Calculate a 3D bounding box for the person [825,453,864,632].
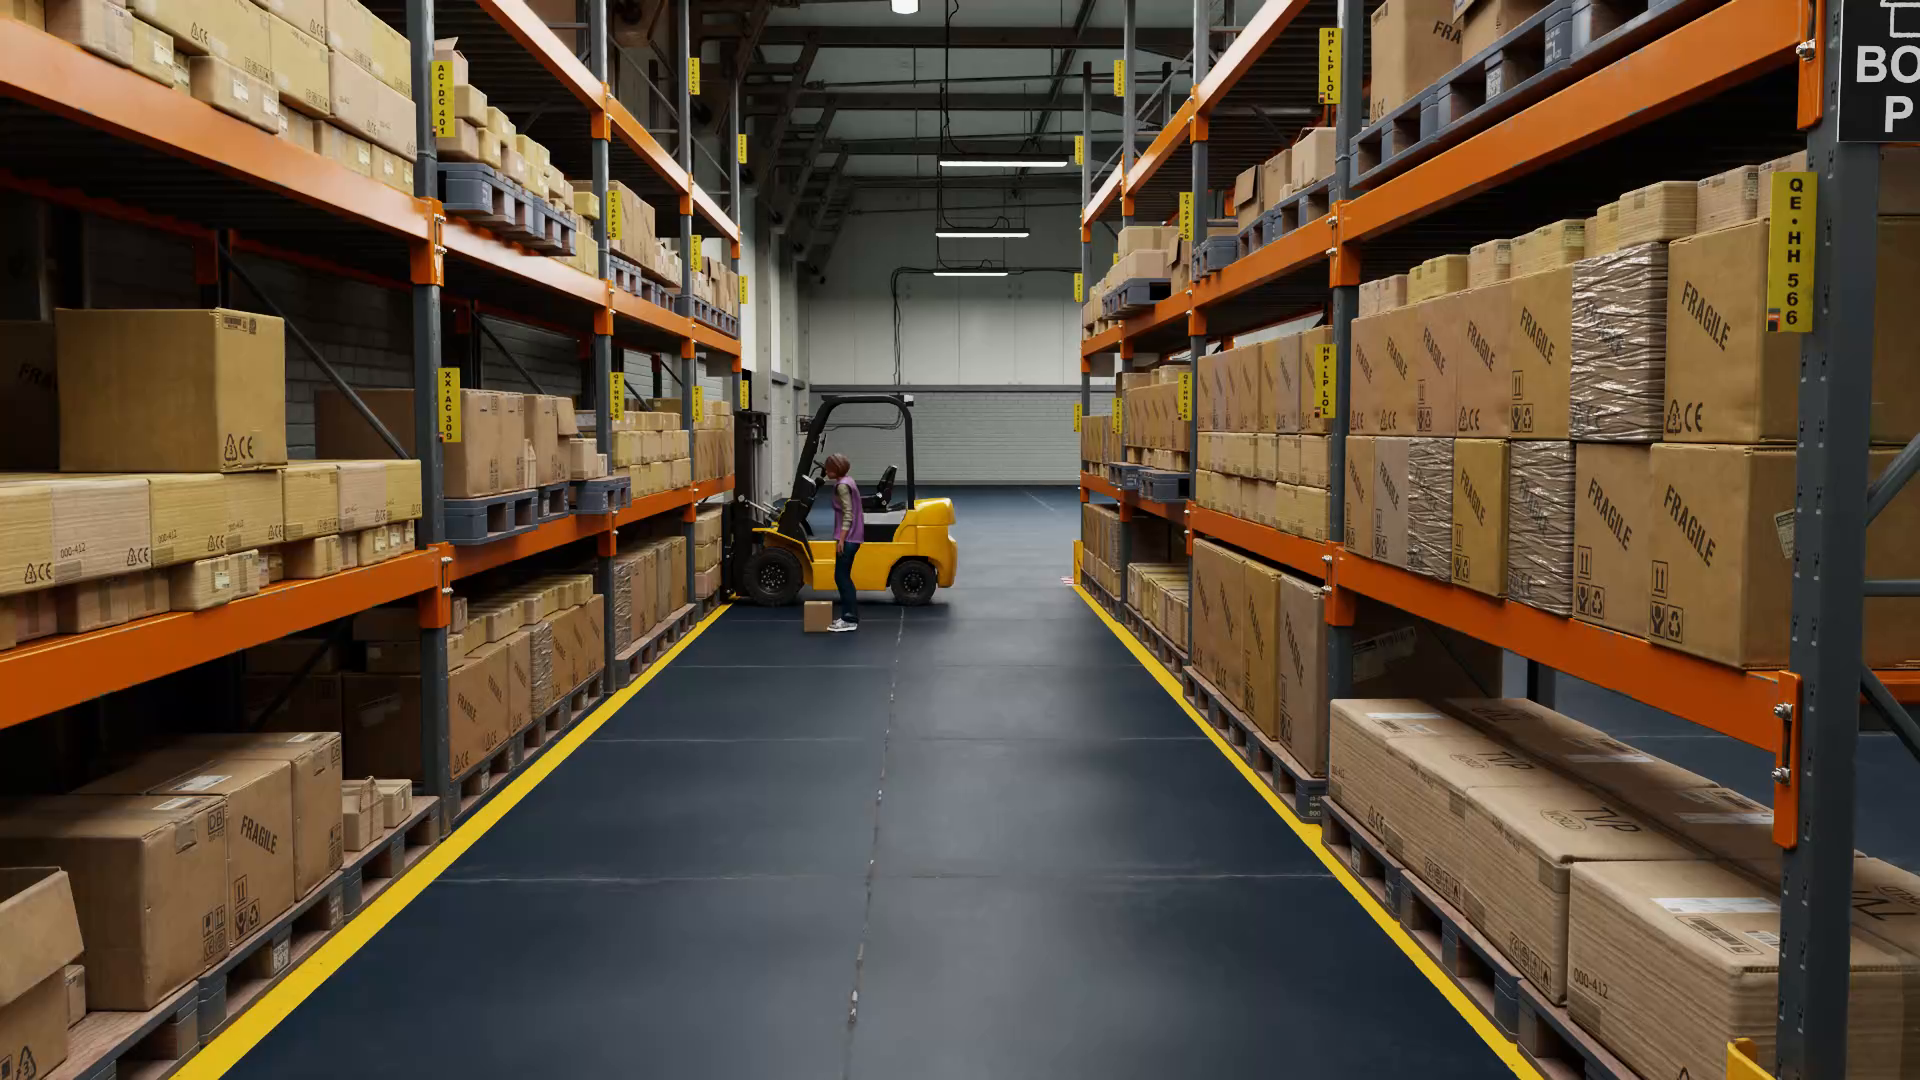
[{"bbox_3d":[-1.037,0.018,14.969,0.349,1.593,0.466,0,4,-2],"label":"person"}]
